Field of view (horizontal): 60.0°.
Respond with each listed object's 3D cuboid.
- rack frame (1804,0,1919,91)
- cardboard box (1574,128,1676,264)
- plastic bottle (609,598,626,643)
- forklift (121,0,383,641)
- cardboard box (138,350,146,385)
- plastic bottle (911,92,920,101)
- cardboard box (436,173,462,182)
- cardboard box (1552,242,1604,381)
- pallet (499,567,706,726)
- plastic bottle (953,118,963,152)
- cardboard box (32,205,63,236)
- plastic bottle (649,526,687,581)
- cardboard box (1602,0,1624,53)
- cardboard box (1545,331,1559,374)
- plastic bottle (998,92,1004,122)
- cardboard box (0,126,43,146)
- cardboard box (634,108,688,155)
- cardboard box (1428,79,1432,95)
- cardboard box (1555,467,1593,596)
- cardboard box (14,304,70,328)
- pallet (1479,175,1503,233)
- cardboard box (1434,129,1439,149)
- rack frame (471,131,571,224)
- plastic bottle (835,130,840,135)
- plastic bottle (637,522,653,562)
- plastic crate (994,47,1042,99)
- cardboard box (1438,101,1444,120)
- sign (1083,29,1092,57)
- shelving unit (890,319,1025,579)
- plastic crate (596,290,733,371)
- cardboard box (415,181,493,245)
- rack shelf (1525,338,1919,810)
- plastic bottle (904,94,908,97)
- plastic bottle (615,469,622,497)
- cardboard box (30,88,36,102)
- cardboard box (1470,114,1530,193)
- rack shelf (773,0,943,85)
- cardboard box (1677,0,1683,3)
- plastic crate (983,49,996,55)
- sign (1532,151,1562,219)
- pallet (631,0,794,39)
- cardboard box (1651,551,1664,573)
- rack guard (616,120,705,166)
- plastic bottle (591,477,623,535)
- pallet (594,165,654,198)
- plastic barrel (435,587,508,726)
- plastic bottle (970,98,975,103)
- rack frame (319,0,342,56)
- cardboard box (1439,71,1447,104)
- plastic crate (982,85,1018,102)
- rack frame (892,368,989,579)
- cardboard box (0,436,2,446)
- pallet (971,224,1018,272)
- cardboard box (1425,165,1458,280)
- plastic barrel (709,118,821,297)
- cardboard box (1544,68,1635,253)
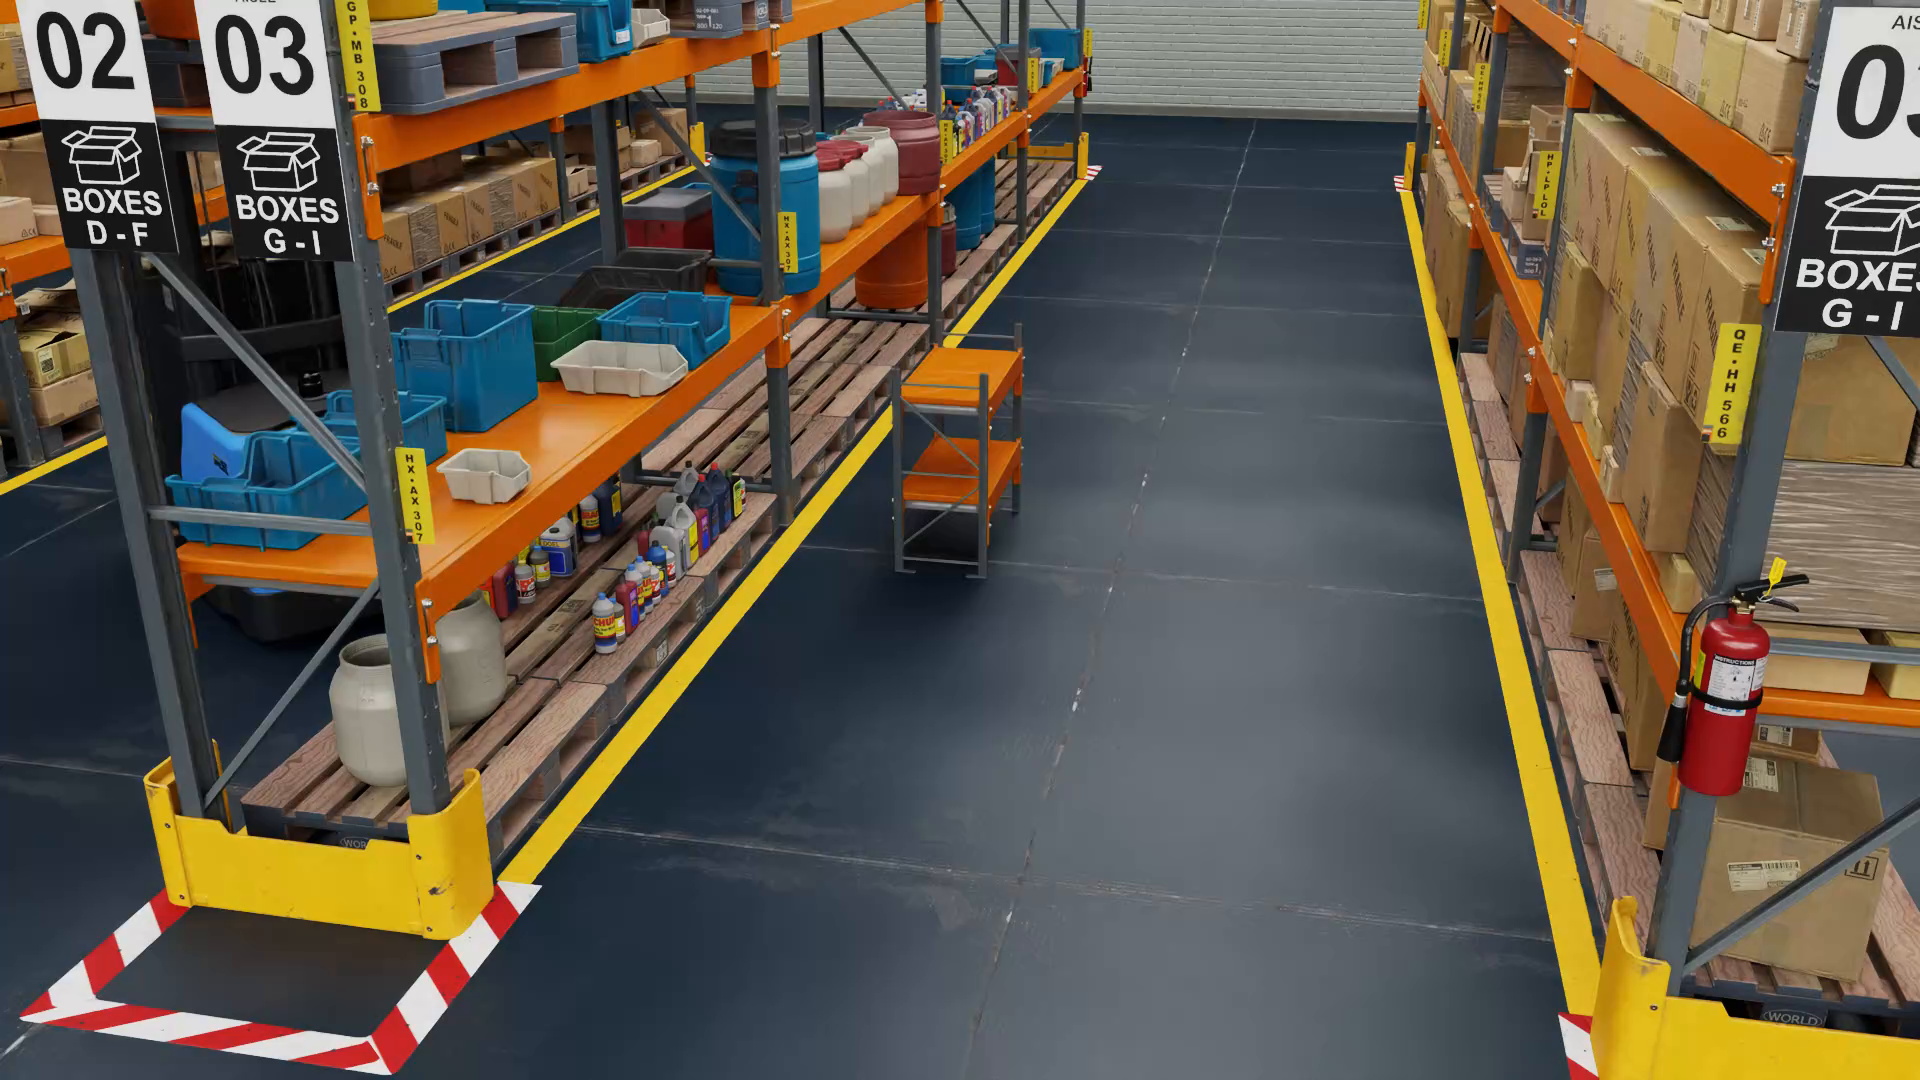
[{"bbox_3d":[2.571,-2.459,3.415,1.000,3.000,0.127,4,22,11],"label":"rack frame"},{"bbox_3d":[2.946,-1.460,7.092,0.500,0.500,0.500,4,22,11],"label":"cardboard box"},{"bbox_3d":[-1.581,0.363,7.595,0.097,0.201,0.097,0,22,0],"label":"plastic bottle"},{"bbox_3d":[-3.862,-1.357,8.799,1.130,2.935,3.031,-17,27,-35],"label":"forklift"},{"bbox_3d":[-5.879,-1.131,11.265,0.500,0.250,0.500,5,22,12],"label":"cardboard box"},{"bbox_3d":[-0.421,-4.069,15.613,0.097,0.271,0.097,0,22,0],"label":"plastic bottle"},{"bbox_3d":[-5.222,-3.330,16.364,0.500,0.500,0.500,5,22,12],"label":"cardboard box"},{"bbox_3d":[3.099,-0.984,7.249,0.875,0.500,0.500,4,22,11],"label":"cardboard box"},{"bbox_3d":[-1.886,0.466,7.913,1.003,0.211,1.213,4,22,11],"label":"pallet"},{"bbox_3d":[-0.021,-3.397,13.944,0.097,0.271,0.097,0,22,0],"label":"plastic bottle"},{"bbox_3d":[-5.929,-2.088,10.859,0.380,0.149,0.250,4,22,11],"label":"cardboard box"},{"bbox_3d":[-1.453,0.047,8.278,0.152,0.276,0.135,5,22,12],"label":"plastic bottle"},{"bbox_3d":[2.942,-2.122,6.794,0.500,0.250,0.500,4,22,10],"label":"cardboard box"},{"bbox_3d":[2.985,-0.877,7.852,0.380,0.149,0.250,4,22,11],"label":"cardboard box"},{"bbox_3d":[0.333,-4.083,15.642,0.152,0.276,0.135,4,22,11],"label":"plastic bottle"},{"bbox_3d":[-9.711,-3.823,17.146,0.750,0.750,0.750,5,23,13],"label":"cardboard box"},{"bbox_3d":[-3.731,-5.112,20.788,0.500,0.500,0.500,4,22,11],"label":"cardboard box"},{"bbox_3d":[5.128,-4.744,17.455,0.380,0.149,0.250,4,22,10],"label":"cardboard box"},{"bbox_3d":[3.267,-0.032,8.201,0.500,0.500,0.500,4,22,9],"label":"cardboard box"},{"bbox_3d":[-6.408,-1.436,11.272,0.500,0.311,0.500,5,22,12],"label":"cardboard box"},{"bbox_3d":[4.162,-2.245,11.169,1.213,0.211,1.003,4,22,11],"label":"pallet"},{"bbox_3d":[5.598,-4.164,17.961,0.875,0.875,0.875,4,22,11],"label":"cardboard box"},{"bbox_3d":[-4.677,-4.822,17.311,1.000,3.000,0.127,4,22,11],"label":"rack frame"},{"bbox_3d":[-0.980,-3.106,13.208,0.061,0.283,0.133,4,22,11],"label":"plastic bottle"},{"bbox_3d":[-1.557,0.036,8.297,0.061,0.283,0.133,4,22,11],"label":"plastic bottle"},{"bbox_3d":[0.599,-4.808,17.110,0.402,0.464,0.583,4,22,11],"label":"plastic crate"},{"bbox_3d":[4.761,-4.085,15.818,0.380,0.149,0.250,5,22,11],"label":"cardboard box"},{"bbox_3d":[1.529,-5.945,19.882,0.100,0.325,0.005,4,22,11],"label":"sign"},{"bbox_3d":[0.001,-0.524,9.150,0.538,1.125,1.048,4,22,11],"label":"shelving unit"},{"bbox_3d":[-1.421,-1.023,8.077,0.499,0.251,0.616,4,22,11],"label":"plastic crate"},{"bbox_3d":[-4.811,-3.114,15.829,0.500,0.500,0.500,4,22,9],"label":"cardboard box"},{"bbox_3d":[2.979,-0.074,6.486,1.077,0.370,4.000,4,22,11],"label":"rack shelf"},{"bbox_3d":[-0.503,-3.962,15.333,0.061,0.283,0.133,4,22,11],"label":"plastic bottle"},{"bbox_3d":[-1.956,-0.373,9.326,0.097,0.271,0.097,0,22,0],"label":"plastic bottle"},{"bbox_3d":[-9.556,-4.575,17.007,0.380,0.149,0.250,4,22,11],"label":"cardboard box"},{"bbox_3d":[4.062,-2.848,12.277,0.500,0.500,0.500,5,23,13],"label":"cardboard box"},{"bbox_3d":[-1.053,-3.306,10.496,1.077,0.370,4.000,4,22,11],"label":"rack shelf"},{"bbox_3d":[2.771,-1.974,5.893,0.380,0.149,0.250,5,22,12],"label":"cardboard box"},{"bbox_3d":[0.480,-5.550,19.263,0.416,0.233,0.300,4,22,11],"label":"plastic crate"},{"bbox_3d":[2.843,-1.718,8.053,0.100,0.325,0.005,4,22,11],"label":"sign"},{"bbox_3d":[-1.513,-2.550,7.907,1.213,0.211,1.003,4,22,11],"label":"pallet"},{"bbox_3d":[2.546,0.043,5.568,0.380,0.149,0.250,4,22,11],"label":"cardboard box"},{"bbox_3d":[-3.877,-5.097,21.341,1.175,0.500,0.348,4,22,11],"label":"rack guard"},{"bbox_3d":[-1.891,-0.218,8.836,0.144,0.351,0.185,4,22,11],"label":"plastic bottle"},{"bbox_3d":[-4.289,-4.227,19.567,1.003,0.211,1.213,4,22,11],"label":"pallet"},{"bbox_3d":[-2.116,0.475,6.927,0.421,0.512,0.421,0,22,0],"label":"plastic barrel"},{"bbox_3d":[0.104,-3.899,15.192,0.097,0.271,0.097,0,22,0],"label":"plastic bottle"},{"bbox_3d":[-2.278,-2.837,4.352,1.000,3.000,0.127,4,22,11],"label":"rack frame"},{"bbox_3d":[4.853,-4.315,15.856,0.500,0.250,0.500,4,22,10],"label":"cardboard box"},{"bbox_3d":[0.406,-4.508,16.804,0.396,0.136,0.243,4,22,11],"label":"plastic crate"},{"bbox_3d":[-0.102,-0.338,8.688,0.500,1.125,0.032,4,22,11],"label":"rack frame"},{"bbox_3d":[-6.190,-0.629,10.019,0.500,0.250,0.500,4,22,11],"label":"cardboard box"},{"bbox_3d":[-0.027,-2.870,16.198,1.003,0.211,1.213,4,22,11],"label":"pallet"},{"bbox_3d":[4.727,-2.712,14.354,1.225,0.875,0.875,4,22,9],"label":"cardboard box"},{"bbox_3d":[-1.086,-1.868,9.305,0.600,0.901,0.708,4,22,11],"label":"plastic barrel"},{"bbox_3d":[3.687,-1.893,8.672,1.000,1.000,1.000,5,22,11],"label":"cardboard box"}]
